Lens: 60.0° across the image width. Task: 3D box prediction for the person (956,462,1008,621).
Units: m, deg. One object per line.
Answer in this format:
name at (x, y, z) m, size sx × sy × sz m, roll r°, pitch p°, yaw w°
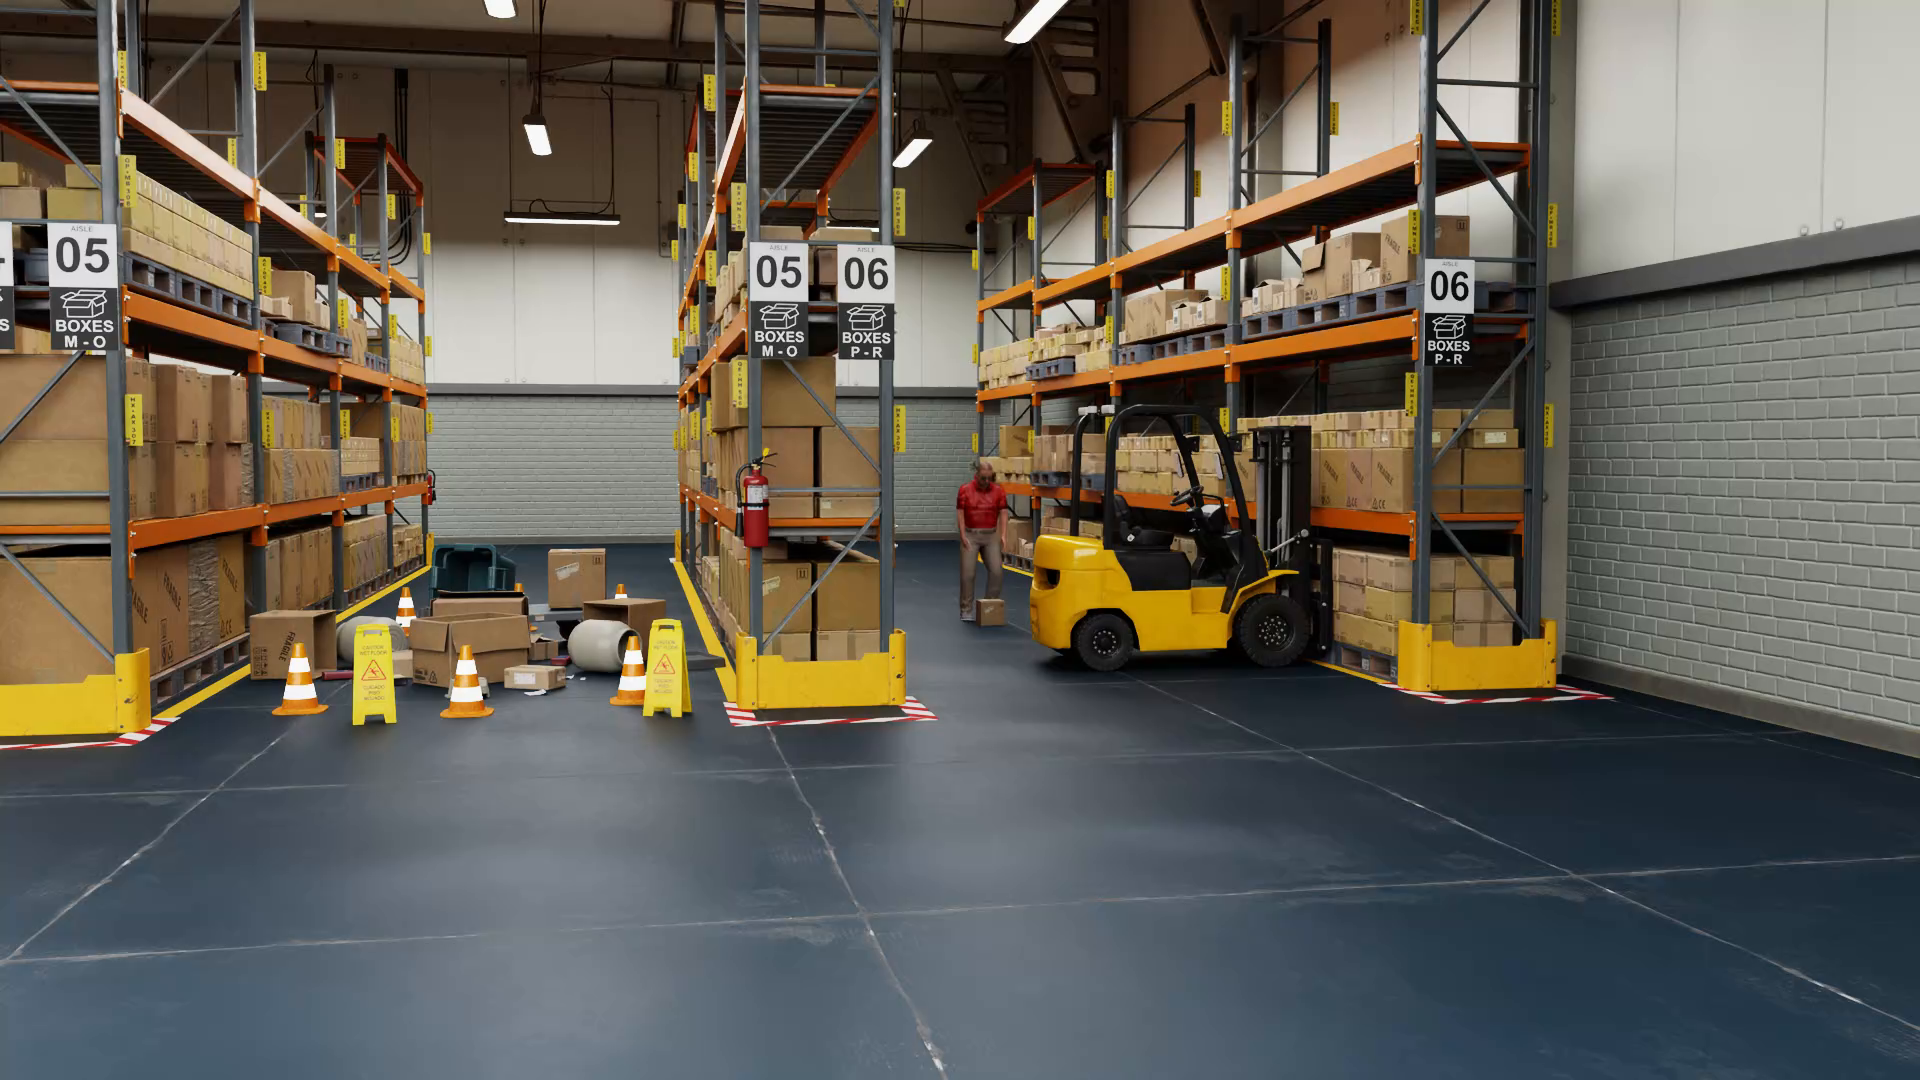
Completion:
person at (0.237, 0.016, 17.577) m, size 0.557 × 1.677 × 0.425 m, roll -1°, pitch 3°, yaw -10°
